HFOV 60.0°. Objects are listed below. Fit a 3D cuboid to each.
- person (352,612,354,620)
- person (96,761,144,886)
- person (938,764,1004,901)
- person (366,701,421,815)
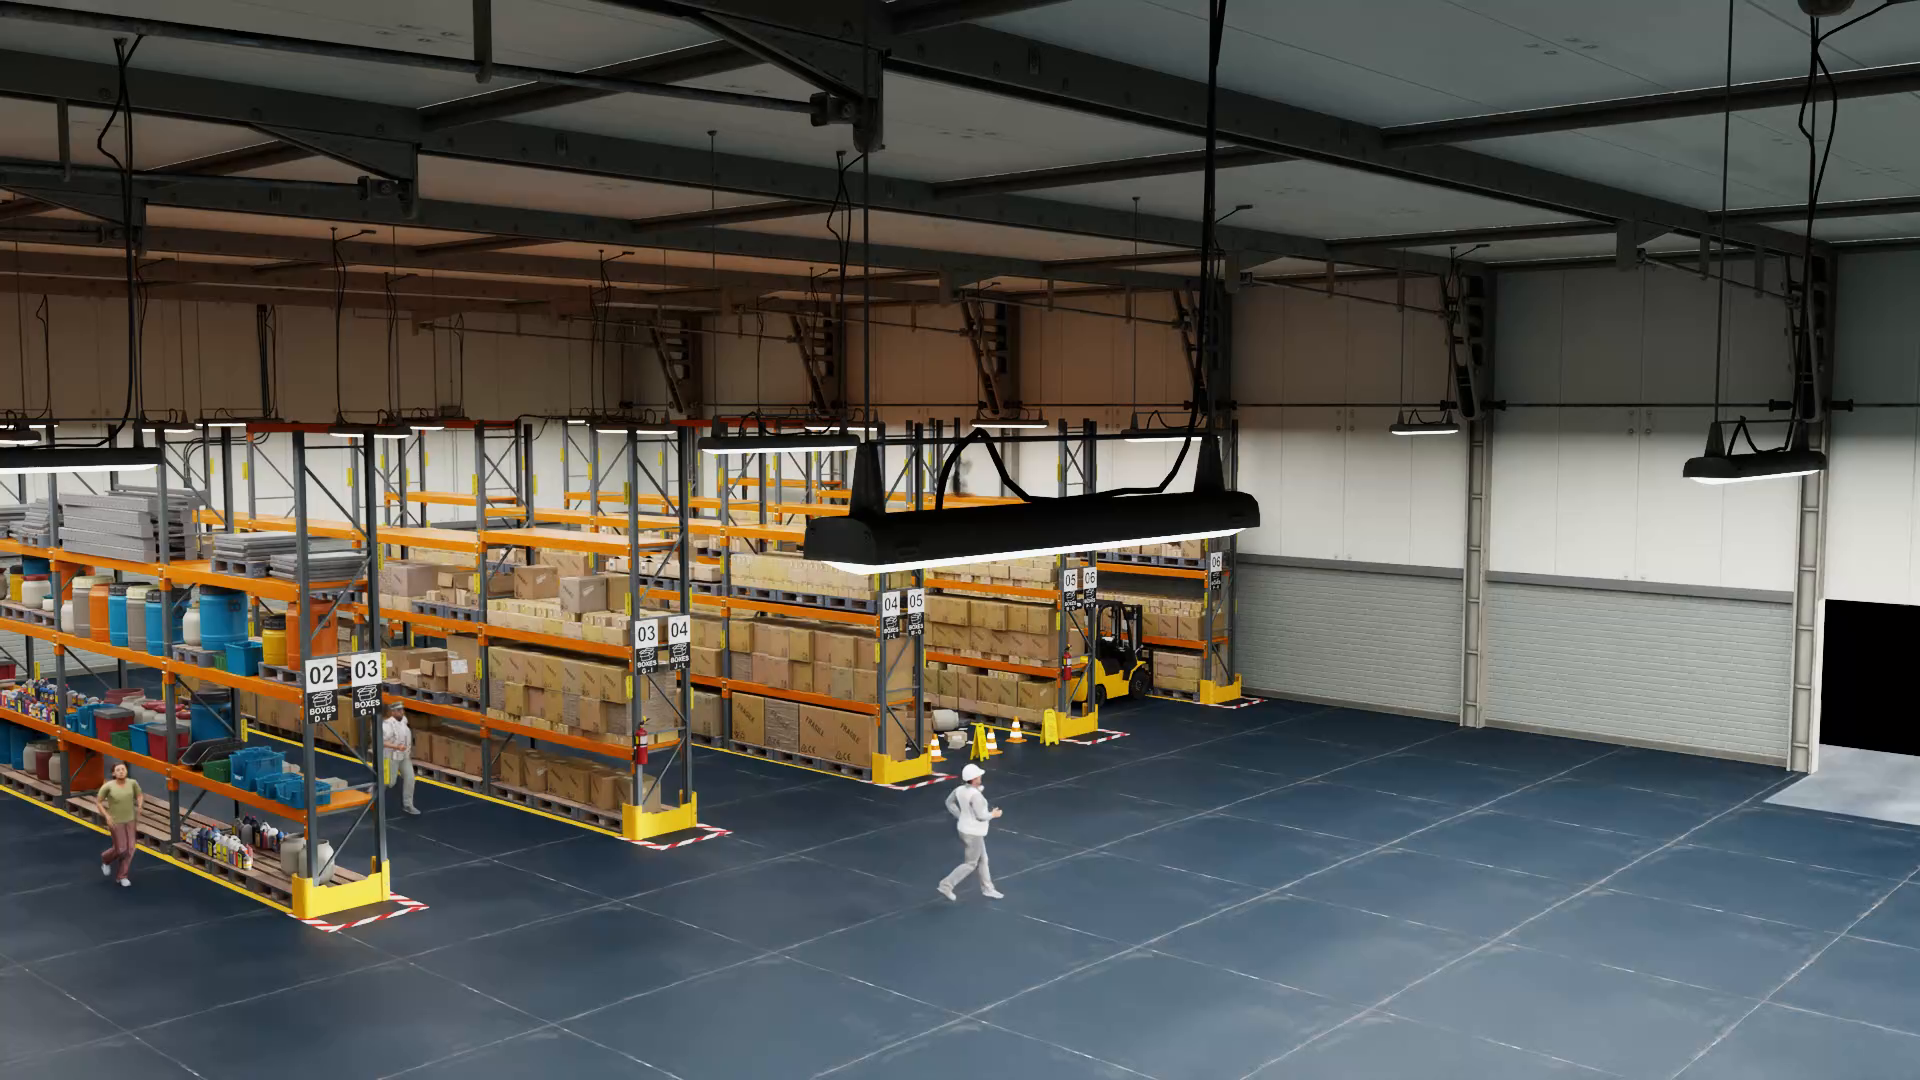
[{"bbox_3d":[-14.030,2.375,38.475,0.619,1.575,0.782,1,5,9],"label":"person"},{"bbox_3d":[-11.081,3.736,21.991,0.576,1.620,0.574,4,6,44],"label":"person"},{"bbox_3d":[0.143,3.717,21.011,0.955,1.789,0.658,-2,5,-22],"label":"person"},{"bbox_3d":[-8.767,3.347,25.744,0.943,1.768,0.647,2,5,27],"label":"person"}]
